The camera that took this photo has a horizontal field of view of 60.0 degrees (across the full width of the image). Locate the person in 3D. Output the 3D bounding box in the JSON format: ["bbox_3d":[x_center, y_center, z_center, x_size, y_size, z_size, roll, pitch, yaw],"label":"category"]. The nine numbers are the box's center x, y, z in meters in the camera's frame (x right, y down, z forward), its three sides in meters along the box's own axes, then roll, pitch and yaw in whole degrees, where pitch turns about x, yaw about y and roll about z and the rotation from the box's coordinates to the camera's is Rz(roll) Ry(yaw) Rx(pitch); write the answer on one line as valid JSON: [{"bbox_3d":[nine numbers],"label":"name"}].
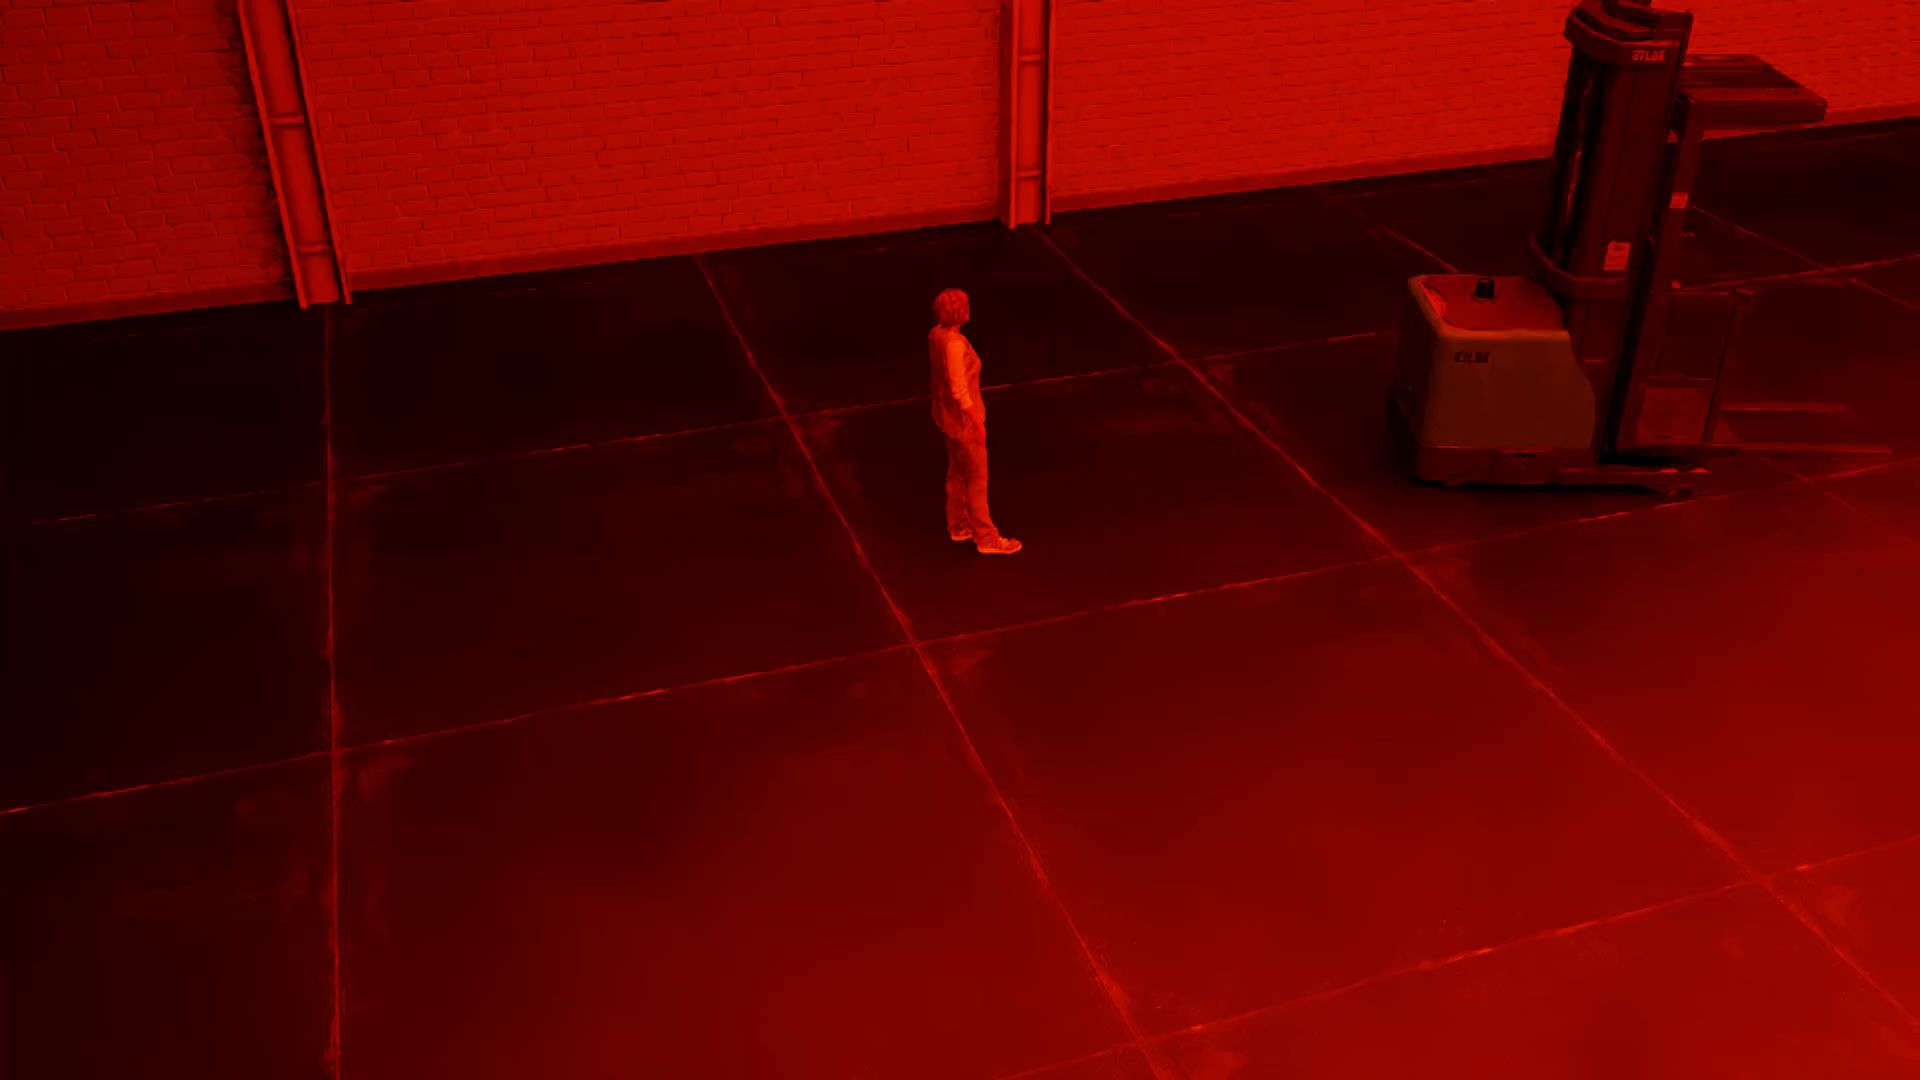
[{"bbox_3d":[0.075,-0.704,9.633,0.474,1.597,0.521,-10,31,-16],"label":"person"}]

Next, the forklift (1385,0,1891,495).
[{"bbox_3d":[4.409,-1.826,10.261,3.031,2.935,1.130,1,30,1],"label":"forklift"}]
